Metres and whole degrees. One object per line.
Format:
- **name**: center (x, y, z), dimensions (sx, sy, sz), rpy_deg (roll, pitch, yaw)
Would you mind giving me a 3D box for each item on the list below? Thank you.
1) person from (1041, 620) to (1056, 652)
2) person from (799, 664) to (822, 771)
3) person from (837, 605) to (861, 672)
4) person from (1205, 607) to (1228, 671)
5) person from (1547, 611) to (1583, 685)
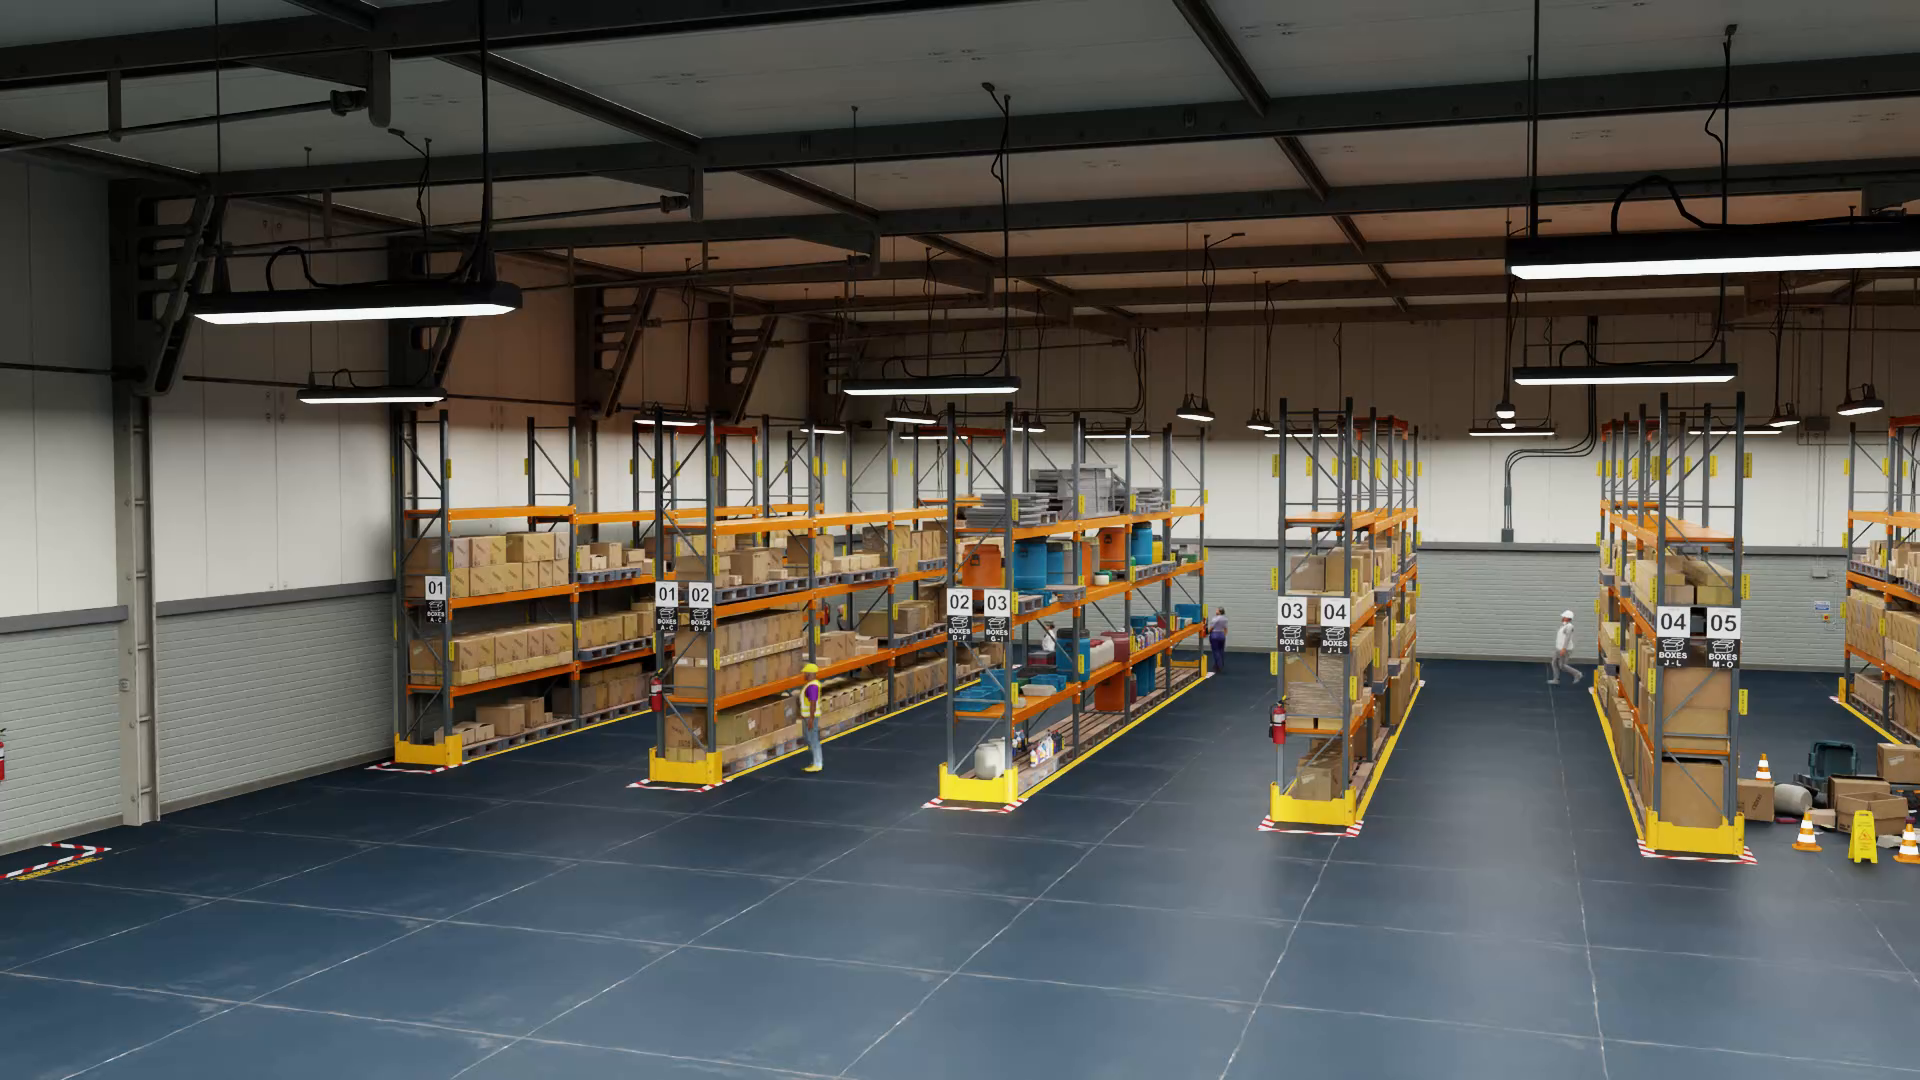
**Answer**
- **person**: center (1.943, 2.596, 36.682), dimensions (0.373, 1.671, 0.546), rpy_deg (0, 2, -1)
- **person**: center (-2.465, 2.945, 27.494), dimensions (0.370, 1.803, 0.683), rpy_deg (0, 2, -10)
- **person**: center (-2.714, 2.417, 40.582), dimensions (0.971, 1.661, 0.624), rpy_deg (-1, 3, -17)
- **person**: center (6.356, 2.438, 41.144), dimensions (0.523, 1.579, 0.857), rpy_deg (-1, 3, -14)
- **person**: center (13.946, 2.489, 38.298), dimensions (0.731, 1.739, 0.604), rpy_deg (0, 2, 4)
